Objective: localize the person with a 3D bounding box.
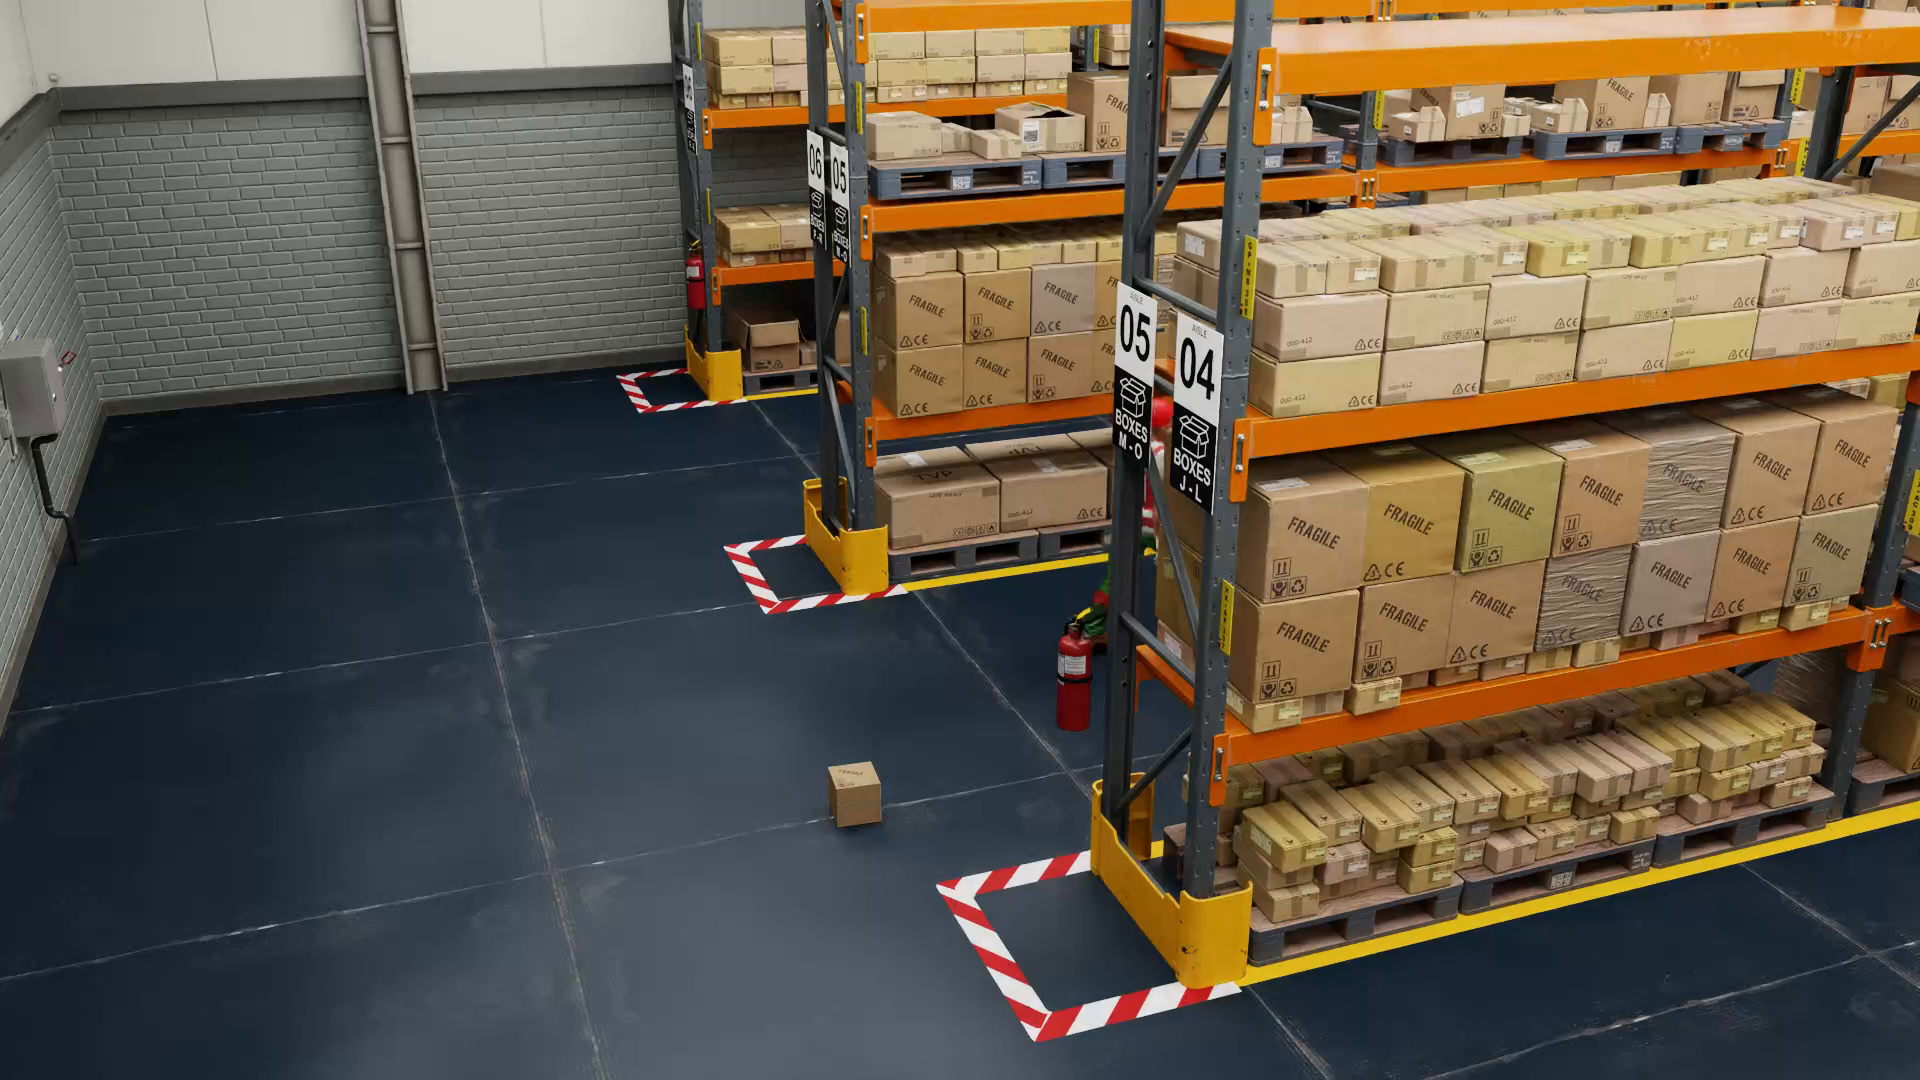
[{"bbox_3d":[1.324,-0.129,11.141,1.108,1.734,0.569,-14,26,-30],"label":"person"}]
